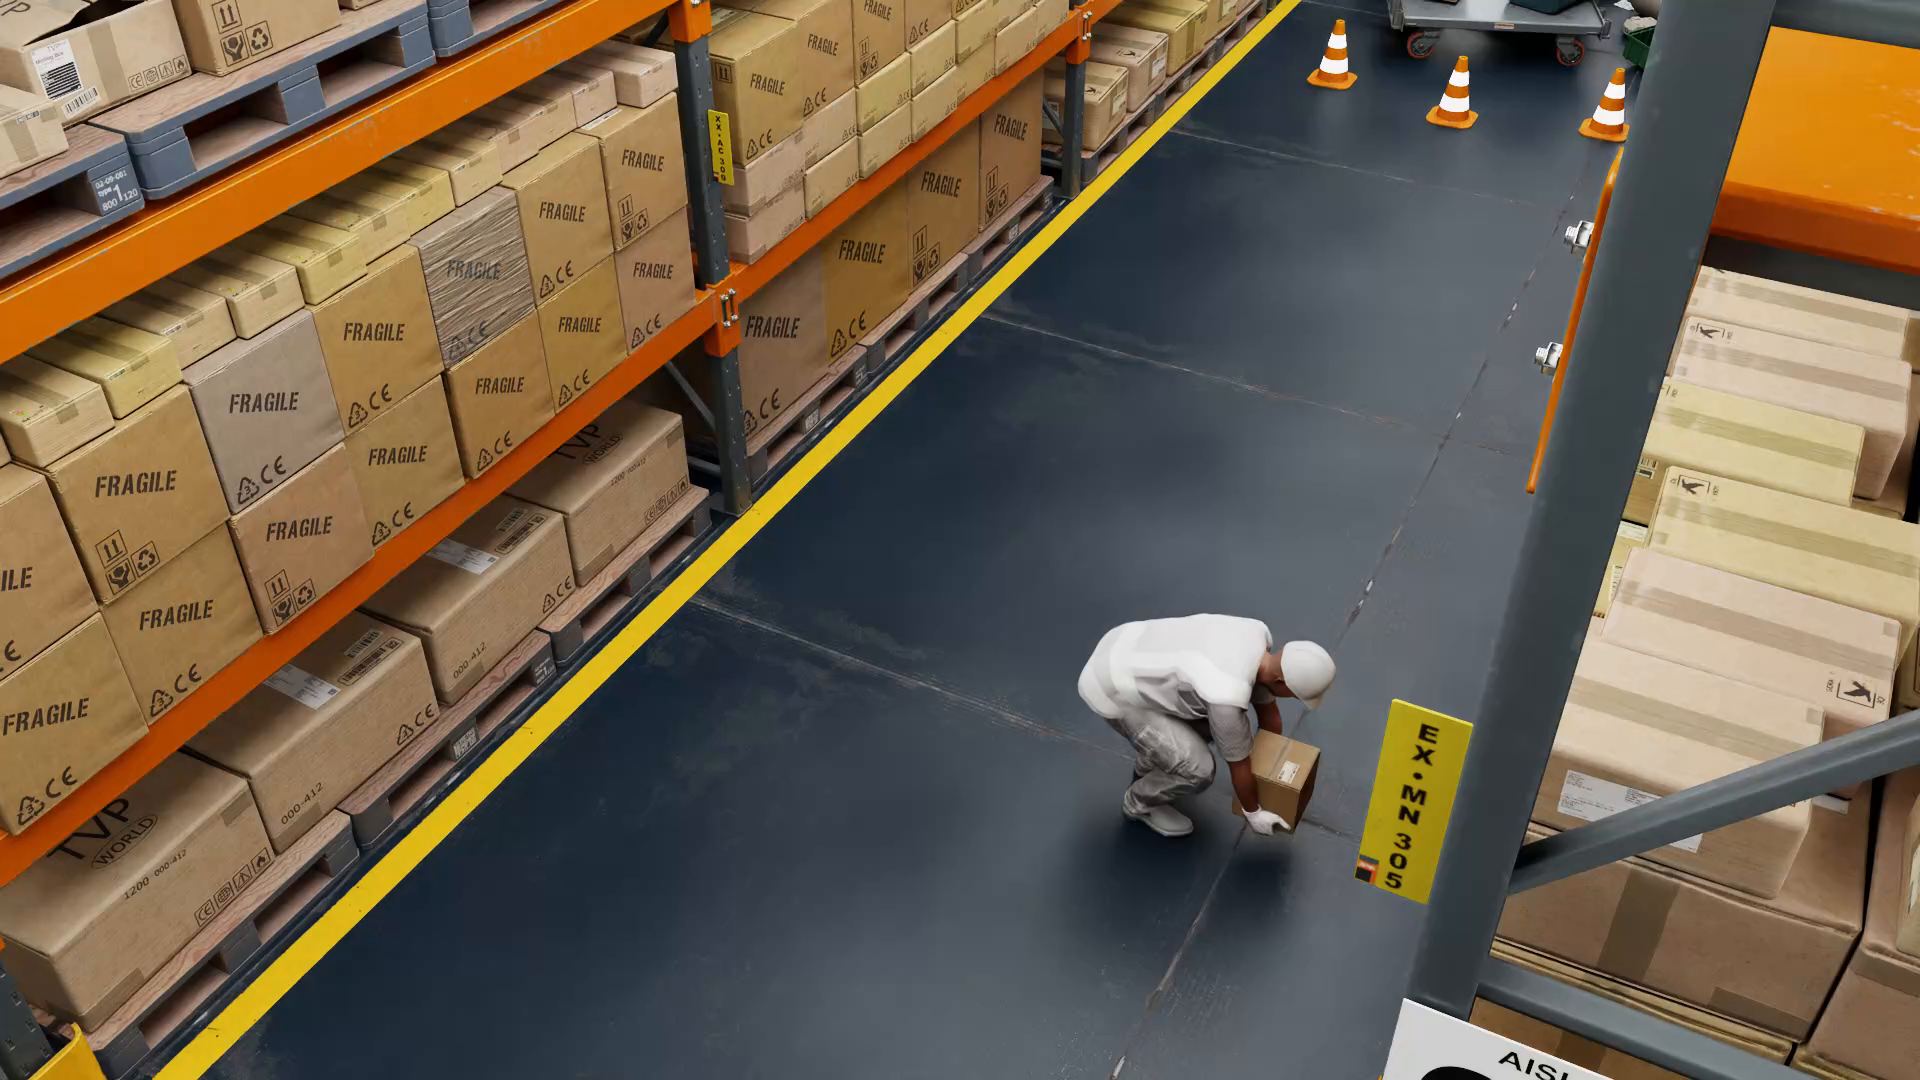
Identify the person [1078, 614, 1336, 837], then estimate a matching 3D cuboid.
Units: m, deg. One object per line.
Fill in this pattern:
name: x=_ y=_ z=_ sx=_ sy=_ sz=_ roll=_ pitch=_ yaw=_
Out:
person: x=0.940 y=0.693 z=6.483 sx=0.946 sy=0.995 sz=0.543 roll=16 pitch=41 yaw=20
